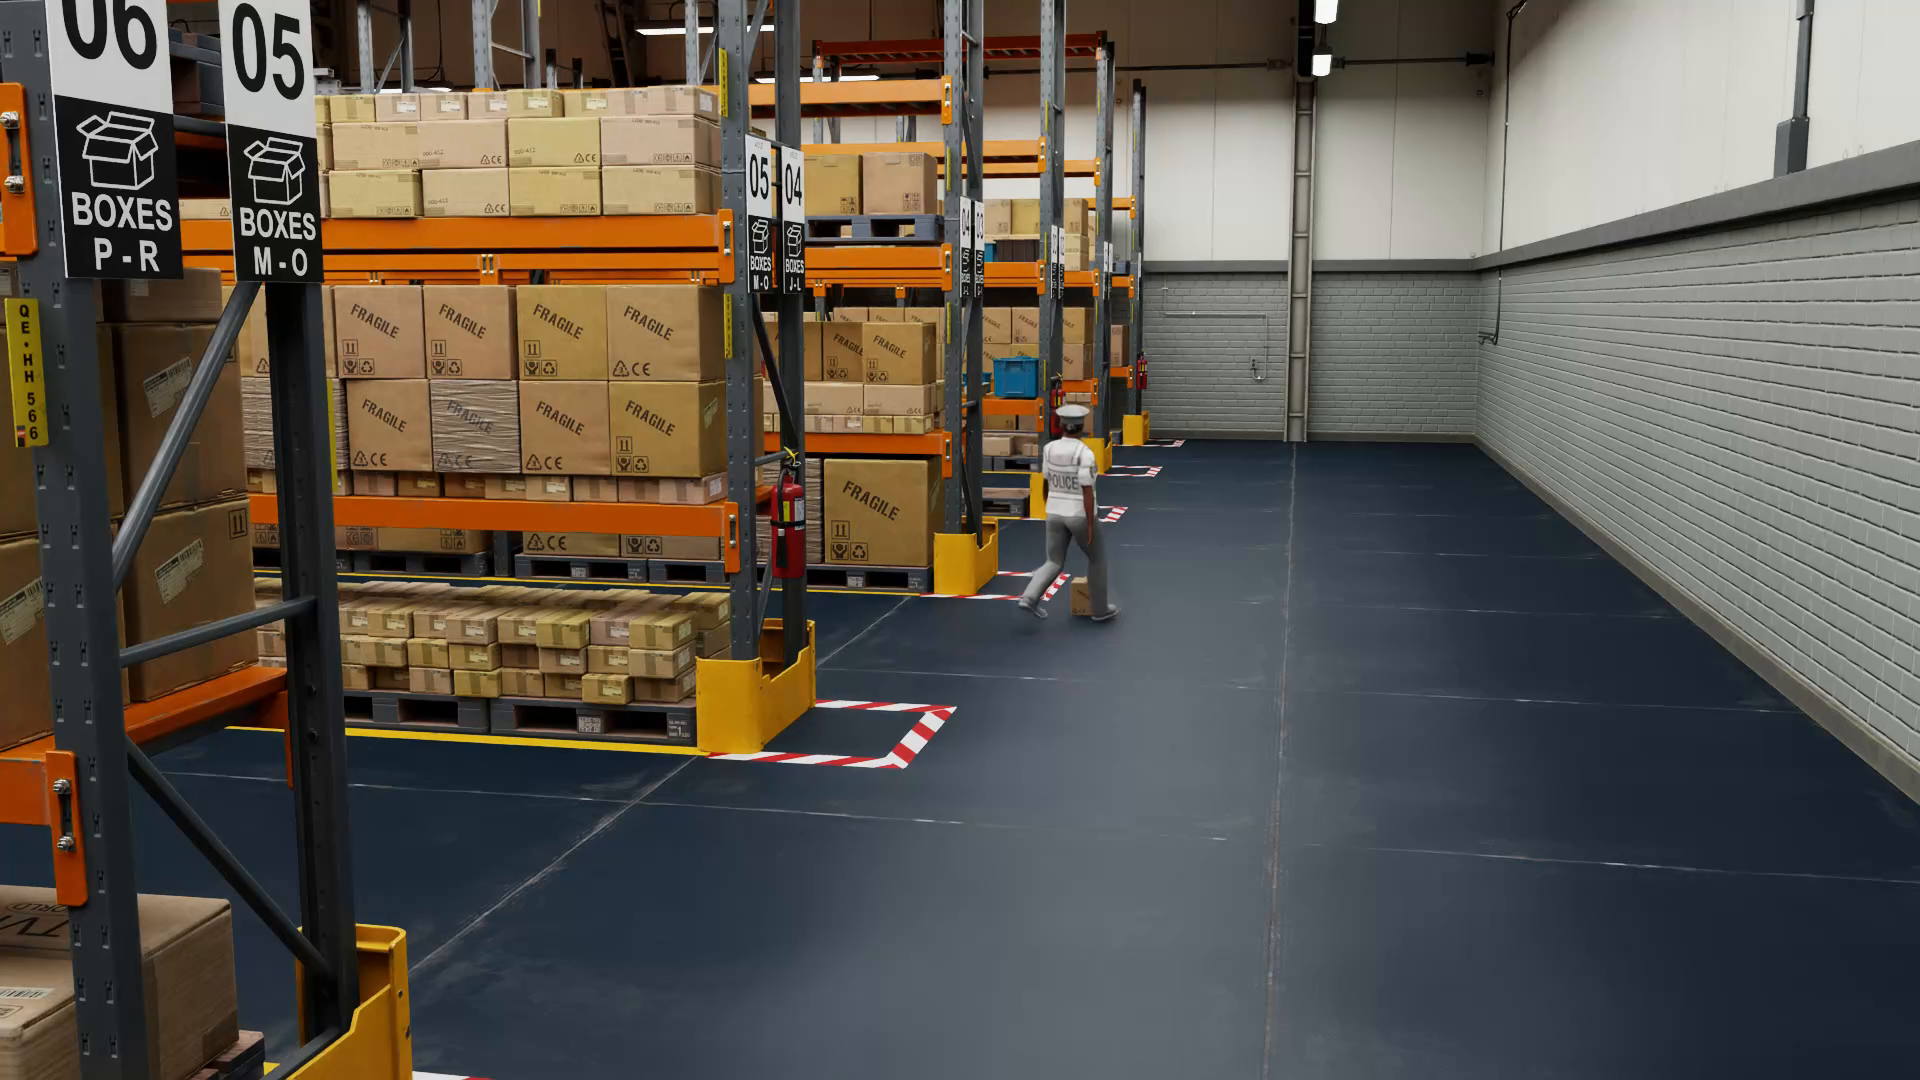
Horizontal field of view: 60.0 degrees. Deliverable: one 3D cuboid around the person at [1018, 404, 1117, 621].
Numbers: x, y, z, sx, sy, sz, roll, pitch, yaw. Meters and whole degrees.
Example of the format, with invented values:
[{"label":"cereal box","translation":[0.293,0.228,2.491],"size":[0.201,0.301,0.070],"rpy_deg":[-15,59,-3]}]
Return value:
[{"label":"person","translation":[0.831,-0.182,12.162],"size":[0.463,1.617,0.942],"rpy_deg":[5,10,34]}]
